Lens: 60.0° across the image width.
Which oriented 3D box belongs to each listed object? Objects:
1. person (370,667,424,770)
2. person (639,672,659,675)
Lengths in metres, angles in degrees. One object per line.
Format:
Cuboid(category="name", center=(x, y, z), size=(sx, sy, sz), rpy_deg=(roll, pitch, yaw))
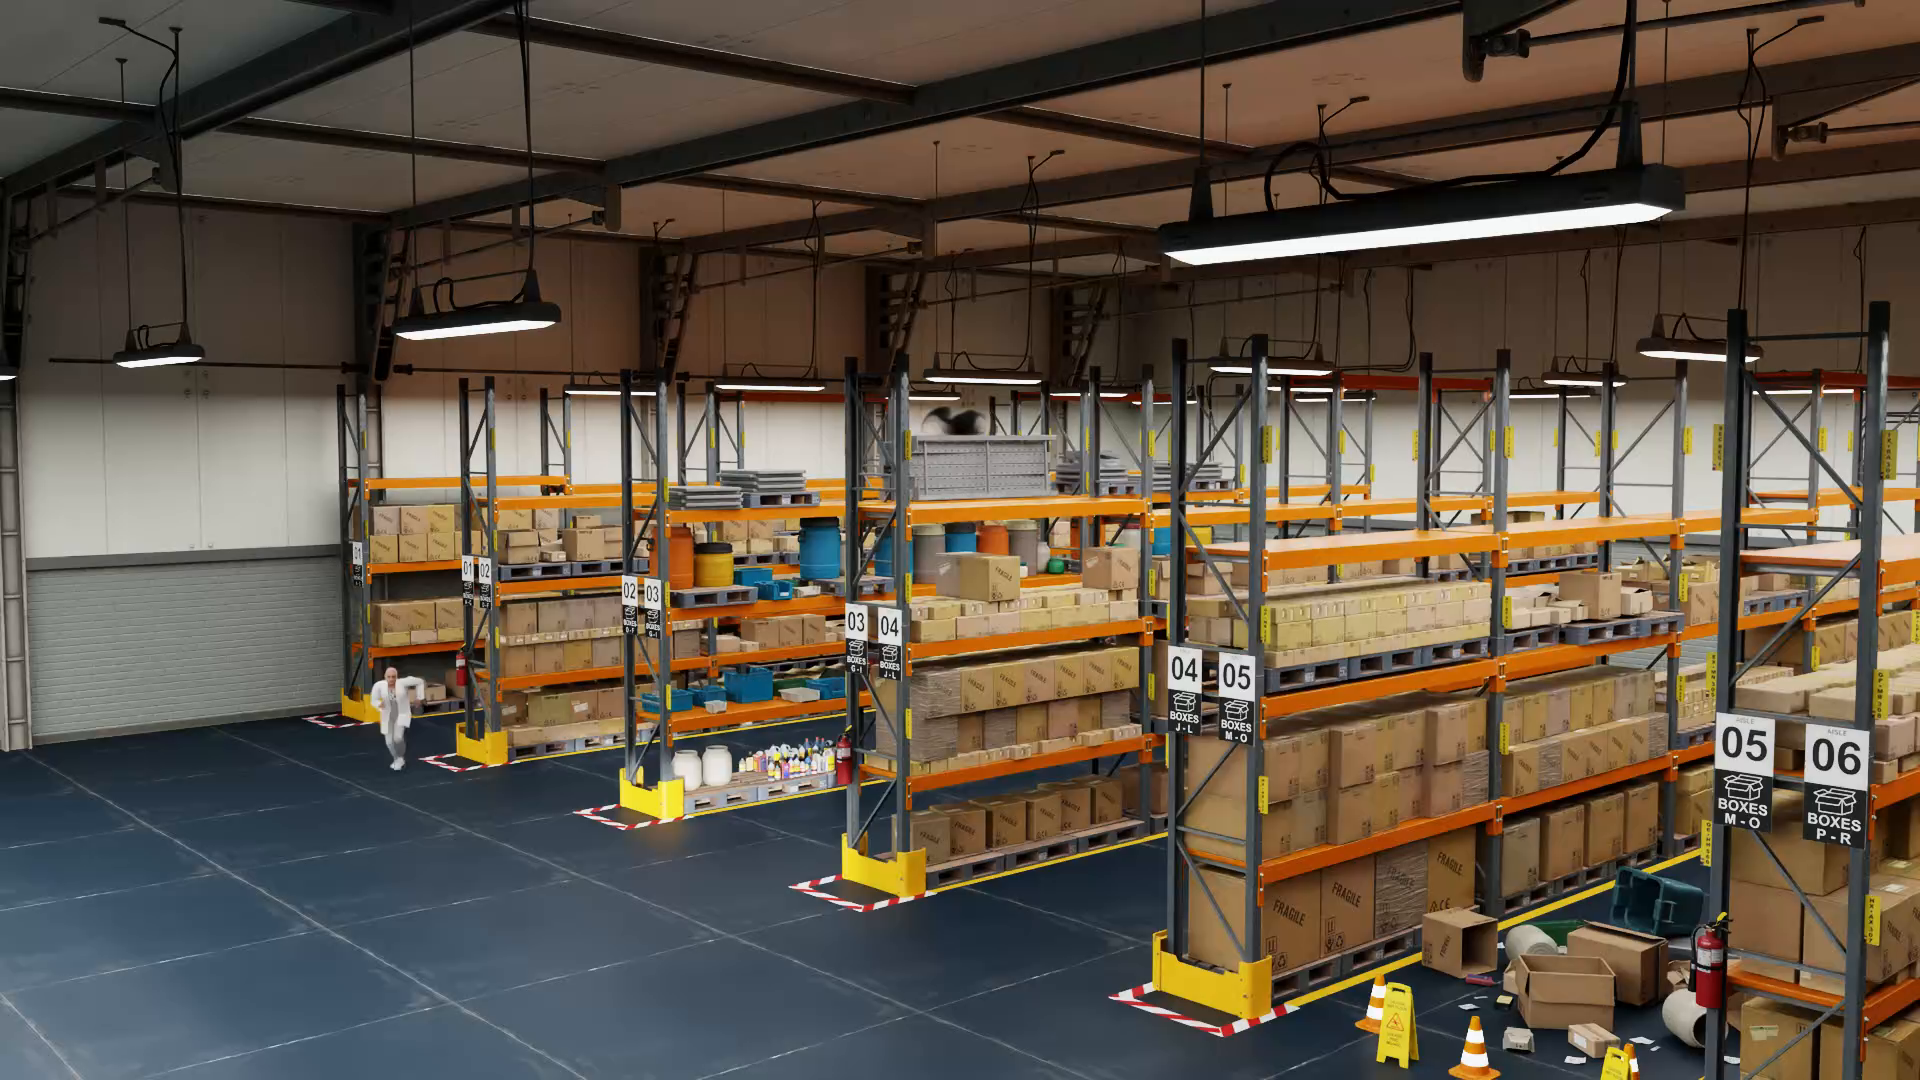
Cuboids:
Cuboid(category="person", center=(-8.492, 2.697, 25.124), size=(0.743, 1.627, 1.004), rpy_deg=(-1, 4, -10))
Cuboid(category="person", center=(-5.729, 2.389, 30.348), size=(0.688, 1.545, 0.917), rpy_deg=(2, 4, 23))
